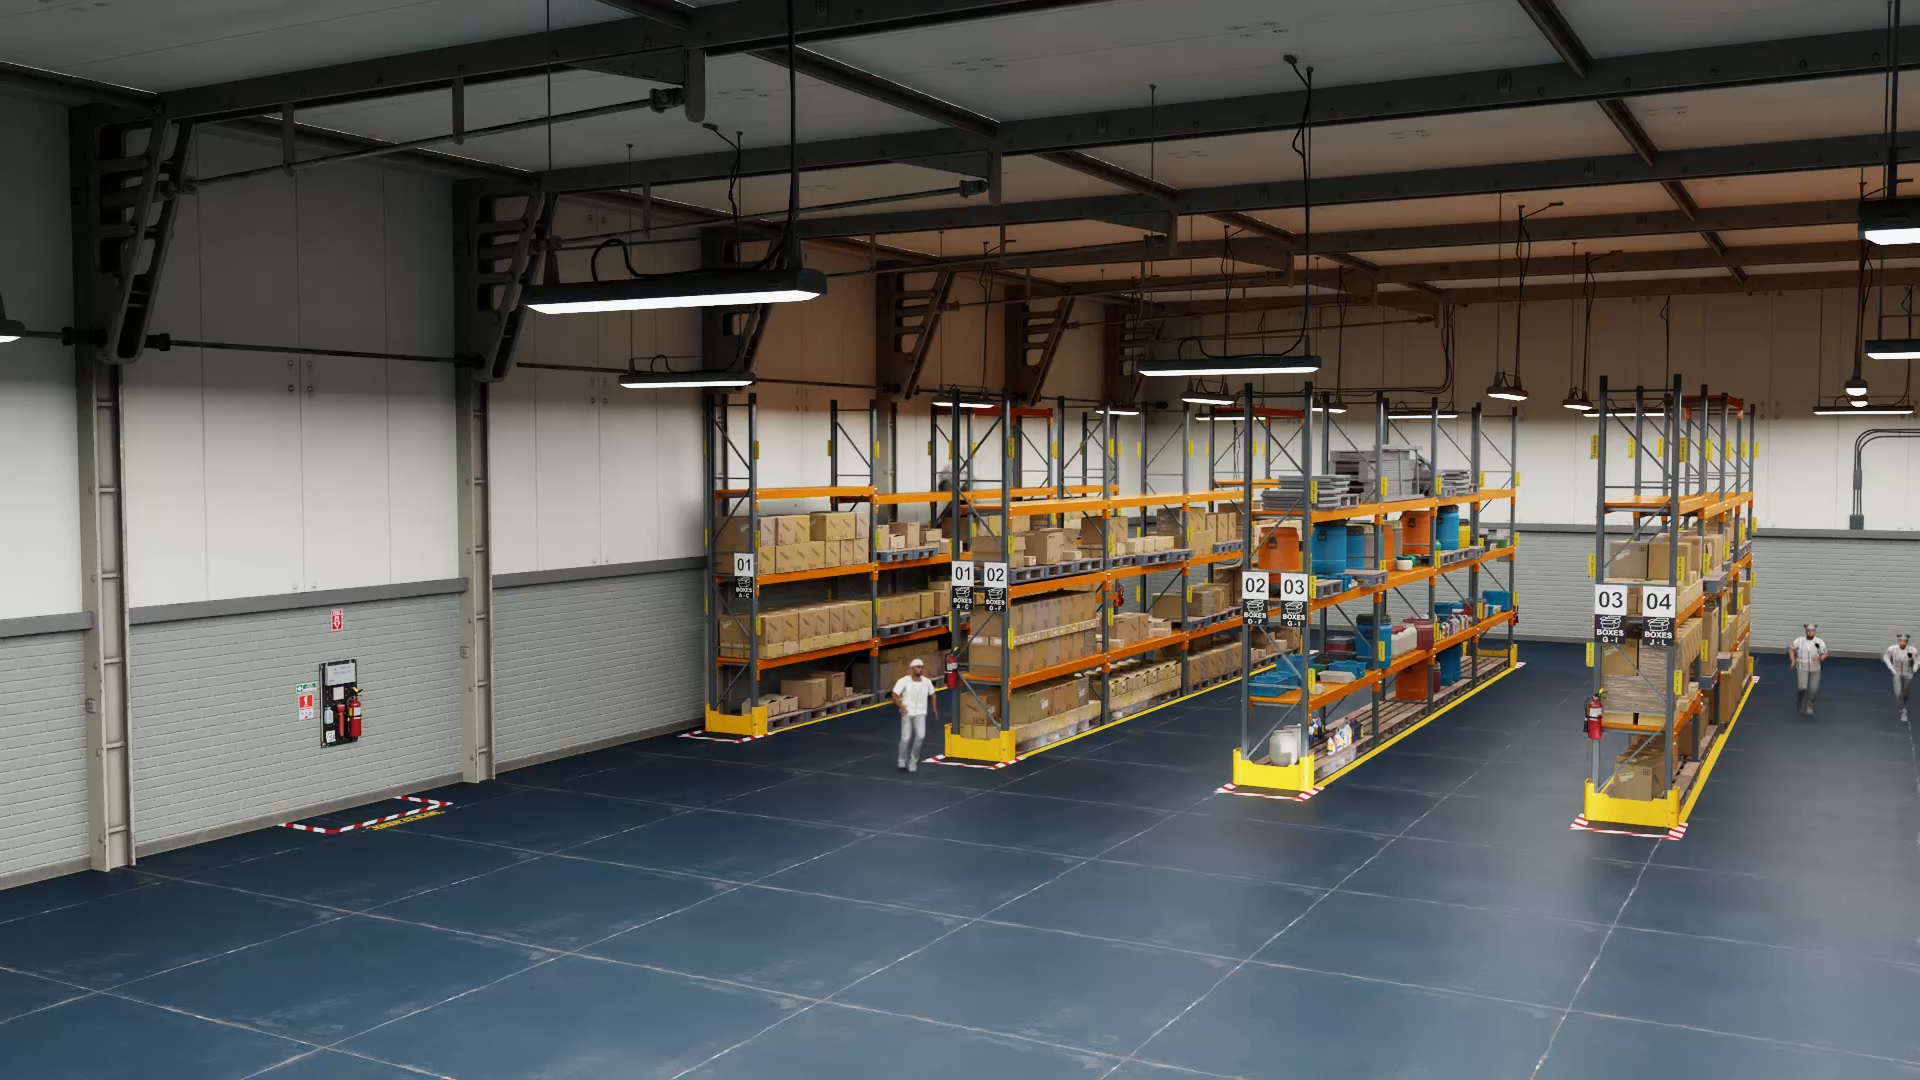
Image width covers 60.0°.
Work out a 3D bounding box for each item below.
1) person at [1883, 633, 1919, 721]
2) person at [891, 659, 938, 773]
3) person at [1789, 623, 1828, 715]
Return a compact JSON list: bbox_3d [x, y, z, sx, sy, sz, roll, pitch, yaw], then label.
[{"bbox_3d":[17.576,2.544,31.029,0.616,1.666,0.799,2,4,32],"label":"person"},{"bbox_3d":[-0.701,2.744,26.008,0.758,1.750,0.622,-1,3,-12],"label":"person"},{"bbox_3d":[15.957,2.436,31.274,0.642,1.750,0.666,1,3,22],"label":"person"}]
